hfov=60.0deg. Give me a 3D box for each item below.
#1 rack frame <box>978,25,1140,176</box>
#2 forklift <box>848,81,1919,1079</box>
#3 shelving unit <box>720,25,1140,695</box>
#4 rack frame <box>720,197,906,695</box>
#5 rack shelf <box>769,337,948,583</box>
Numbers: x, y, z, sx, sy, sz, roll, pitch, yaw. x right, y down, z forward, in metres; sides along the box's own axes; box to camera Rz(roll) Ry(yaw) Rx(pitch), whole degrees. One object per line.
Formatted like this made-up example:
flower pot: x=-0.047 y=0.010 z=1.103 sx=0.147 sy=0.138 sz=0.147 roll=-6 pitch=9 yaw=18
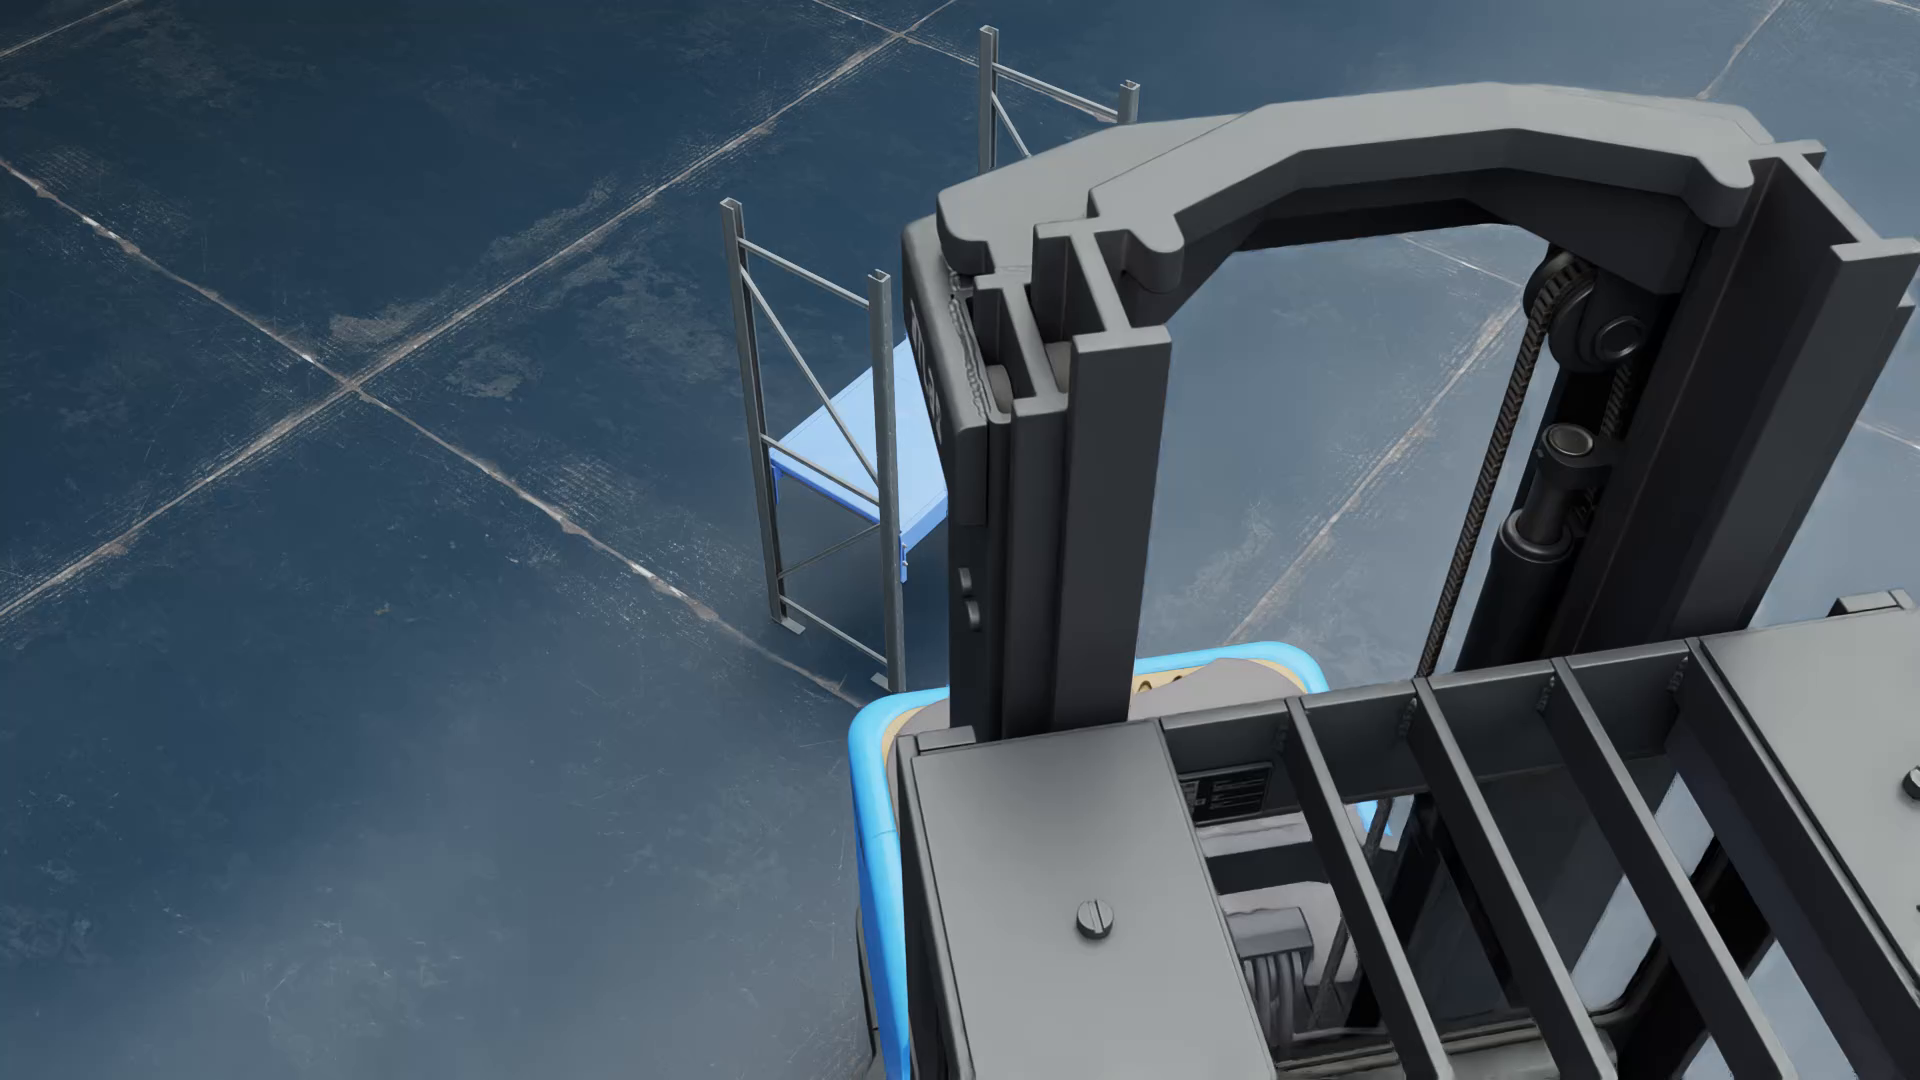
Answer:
rack frame: x=0.259 y=-0.760 z=4.939 sx=0.500 sy=1.500 sz=0.032 roll=29 pitch=53 yaw=25
forklift: x=0.524 y=1.048 z=2.222 sx=1.130 sy=2.935 sz=3.031 roll=-8 pitch=47 yaw=-7
shelving unit: x=-0.052 y=-0.469 z=4.661 sx=0.538 sy=1.500 sz=1.048 roll=29 pitch=53 yaw=25
rack frame: x=-0.363 y=-0.178 z=4.383 sx=0.500 sy=1.500 sz=0.032 roll=29 pitch=53 yaw=25
rack shelf: x=-0.052 y=-0.345 z=4.791 sx=0.538 sy=0.185 sz=1.000 roll=29 pitch=53 yaw=25
